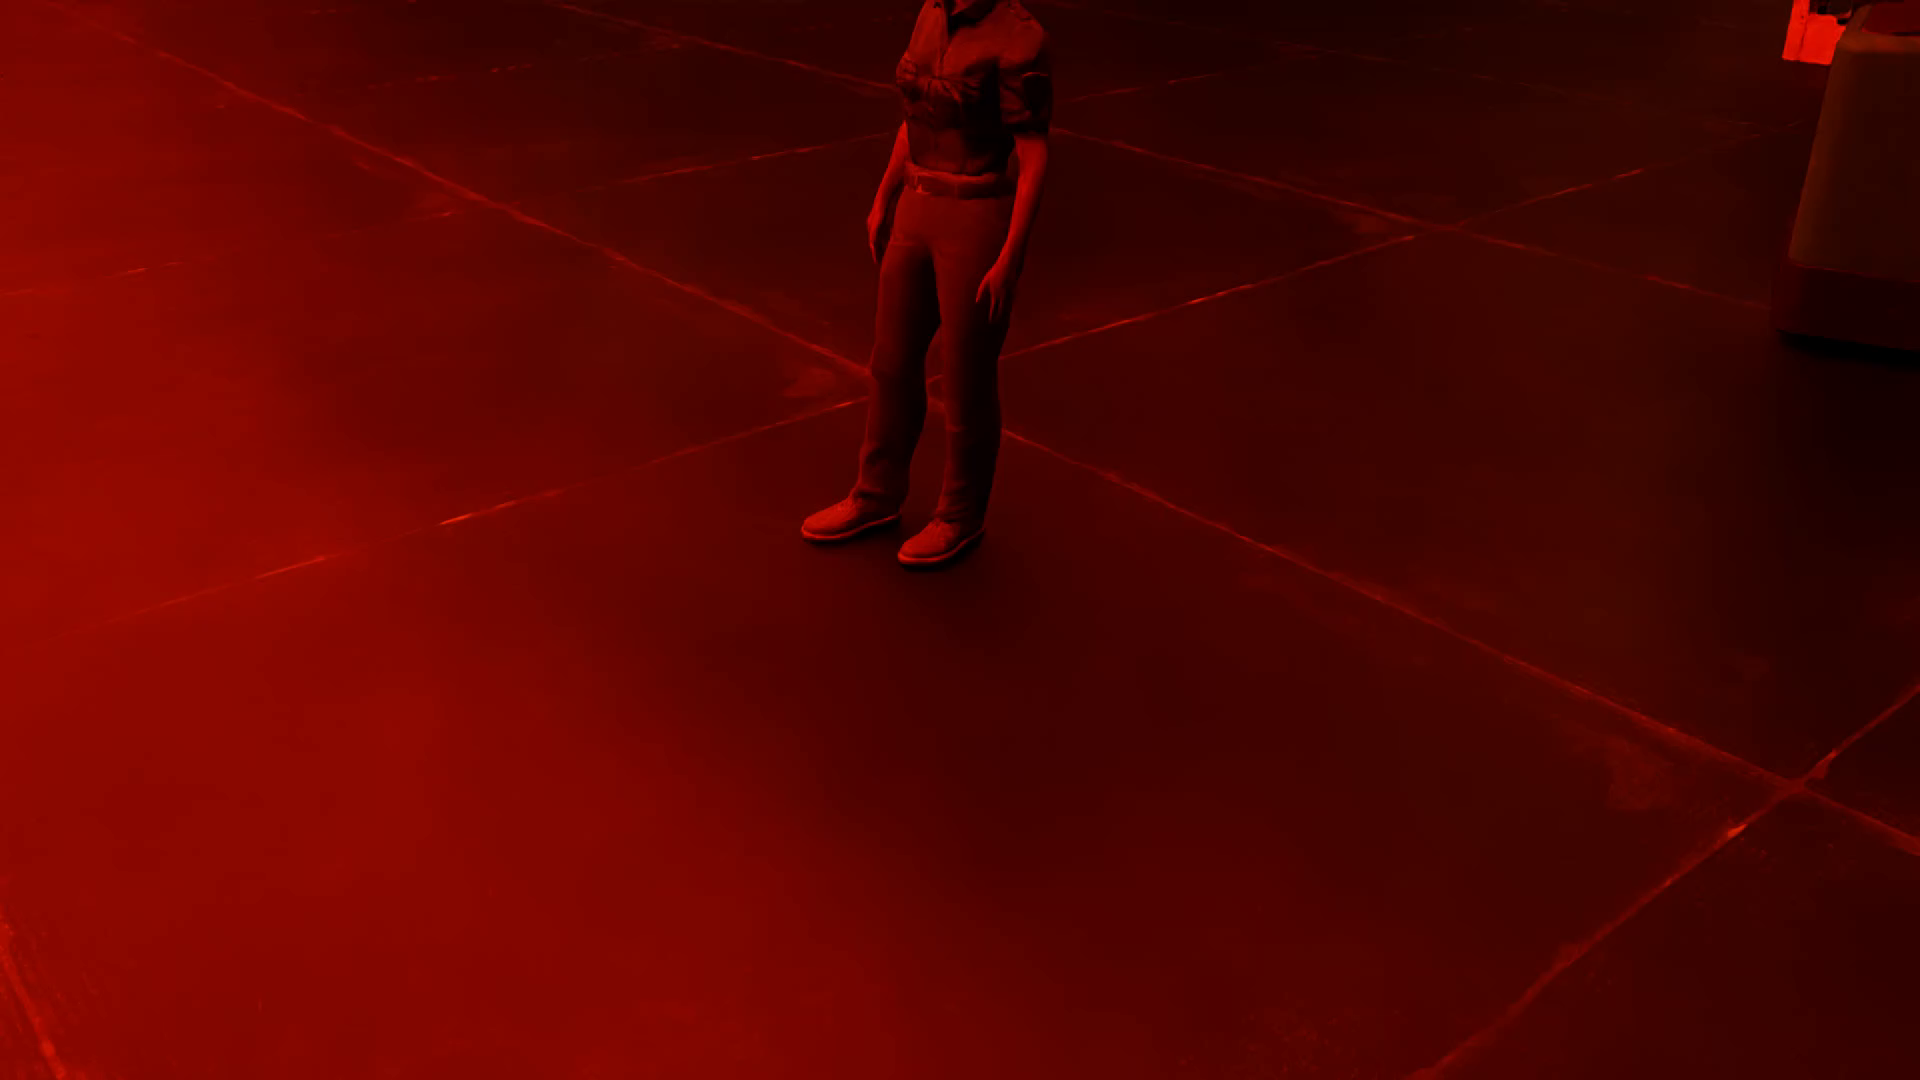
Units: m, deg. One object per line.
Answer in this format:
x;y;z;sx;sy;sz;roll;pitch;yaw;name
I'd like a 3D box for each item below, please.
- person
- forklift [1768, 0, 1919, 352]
-0.080;-0.729;4.093;0.503;1.654;0.570;-20;33;-35;person
4.037;-2.454;6.150;1.130;2.935;3.031;14;30;27;forklift
